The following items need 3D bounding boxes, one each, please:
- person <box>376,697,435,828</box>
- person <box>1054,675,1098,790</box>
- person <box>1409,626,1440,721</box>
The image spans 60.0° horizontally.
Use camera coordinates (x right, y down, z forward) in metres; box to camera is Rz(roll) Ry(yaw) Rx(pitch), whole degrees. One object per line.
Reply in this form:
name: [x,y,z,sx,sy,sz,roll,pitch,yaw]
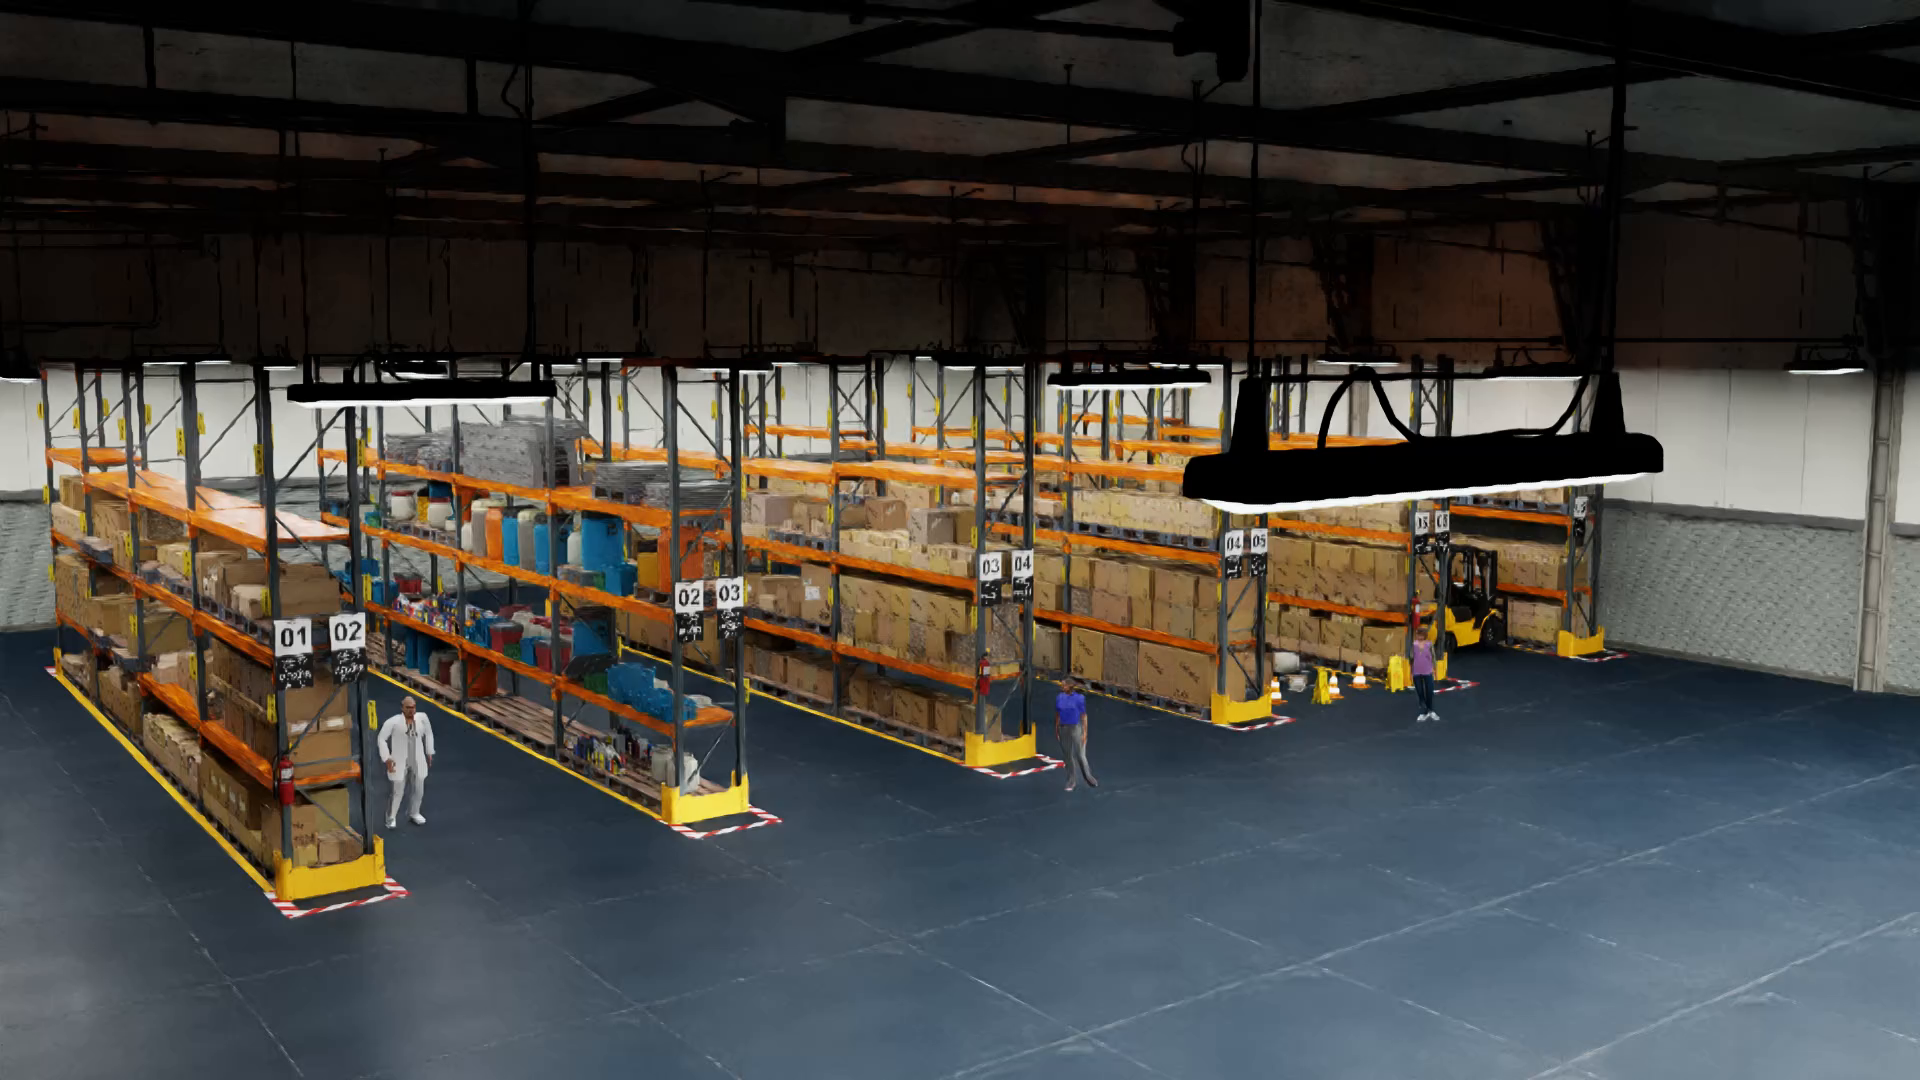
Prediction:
person: [-7.230,2.877,21.703,0.729,1.733,0.542,-5,9,-38]
person: [1.625,2.701,23.390,0.619,1.651,0.429,3,7,22]
person: [7.717,2.220,27.628,0.510,1.592,0.365,3,8,27]
